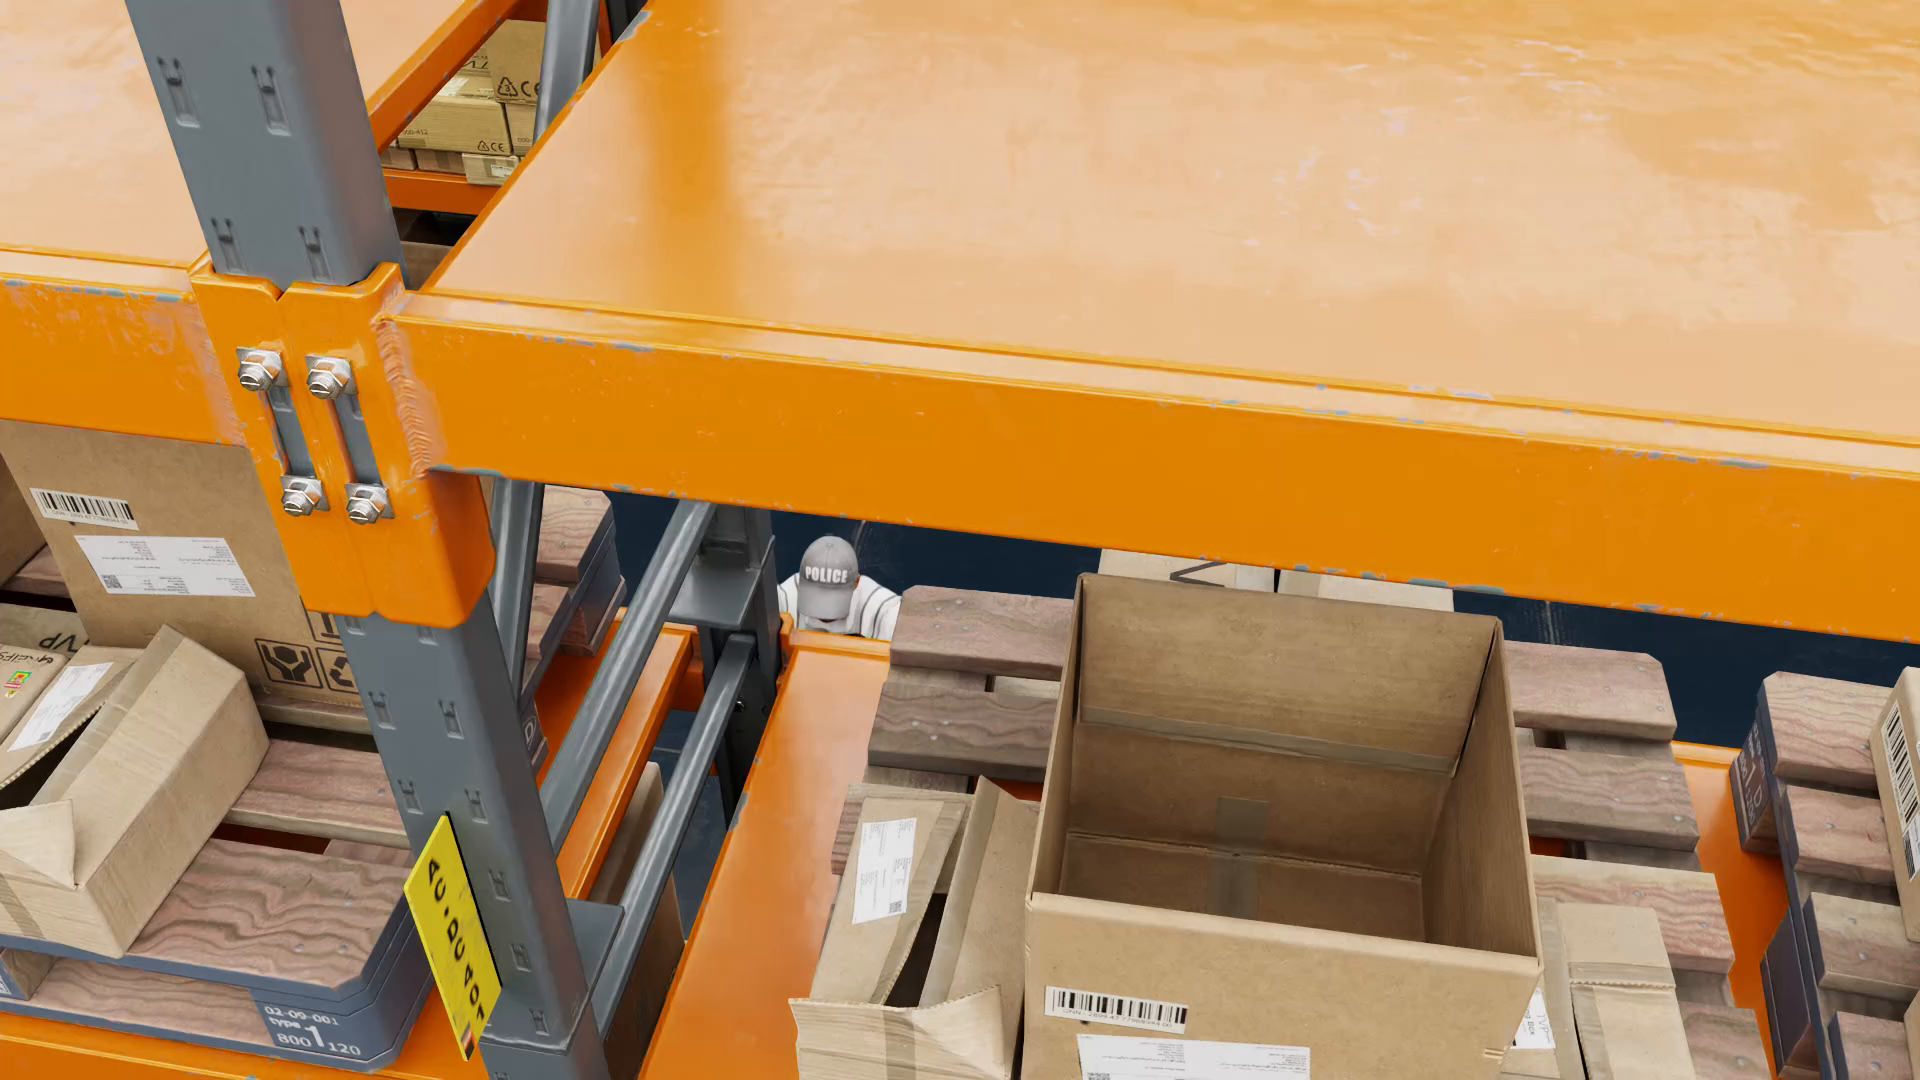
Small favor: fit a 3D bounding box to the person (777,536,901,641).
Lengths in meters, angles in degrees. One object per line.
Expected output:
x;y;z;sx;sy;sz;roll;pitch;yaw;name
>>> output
-0.406;0.611;5.442;0.532;1.668;0.451;5;41;6;person
